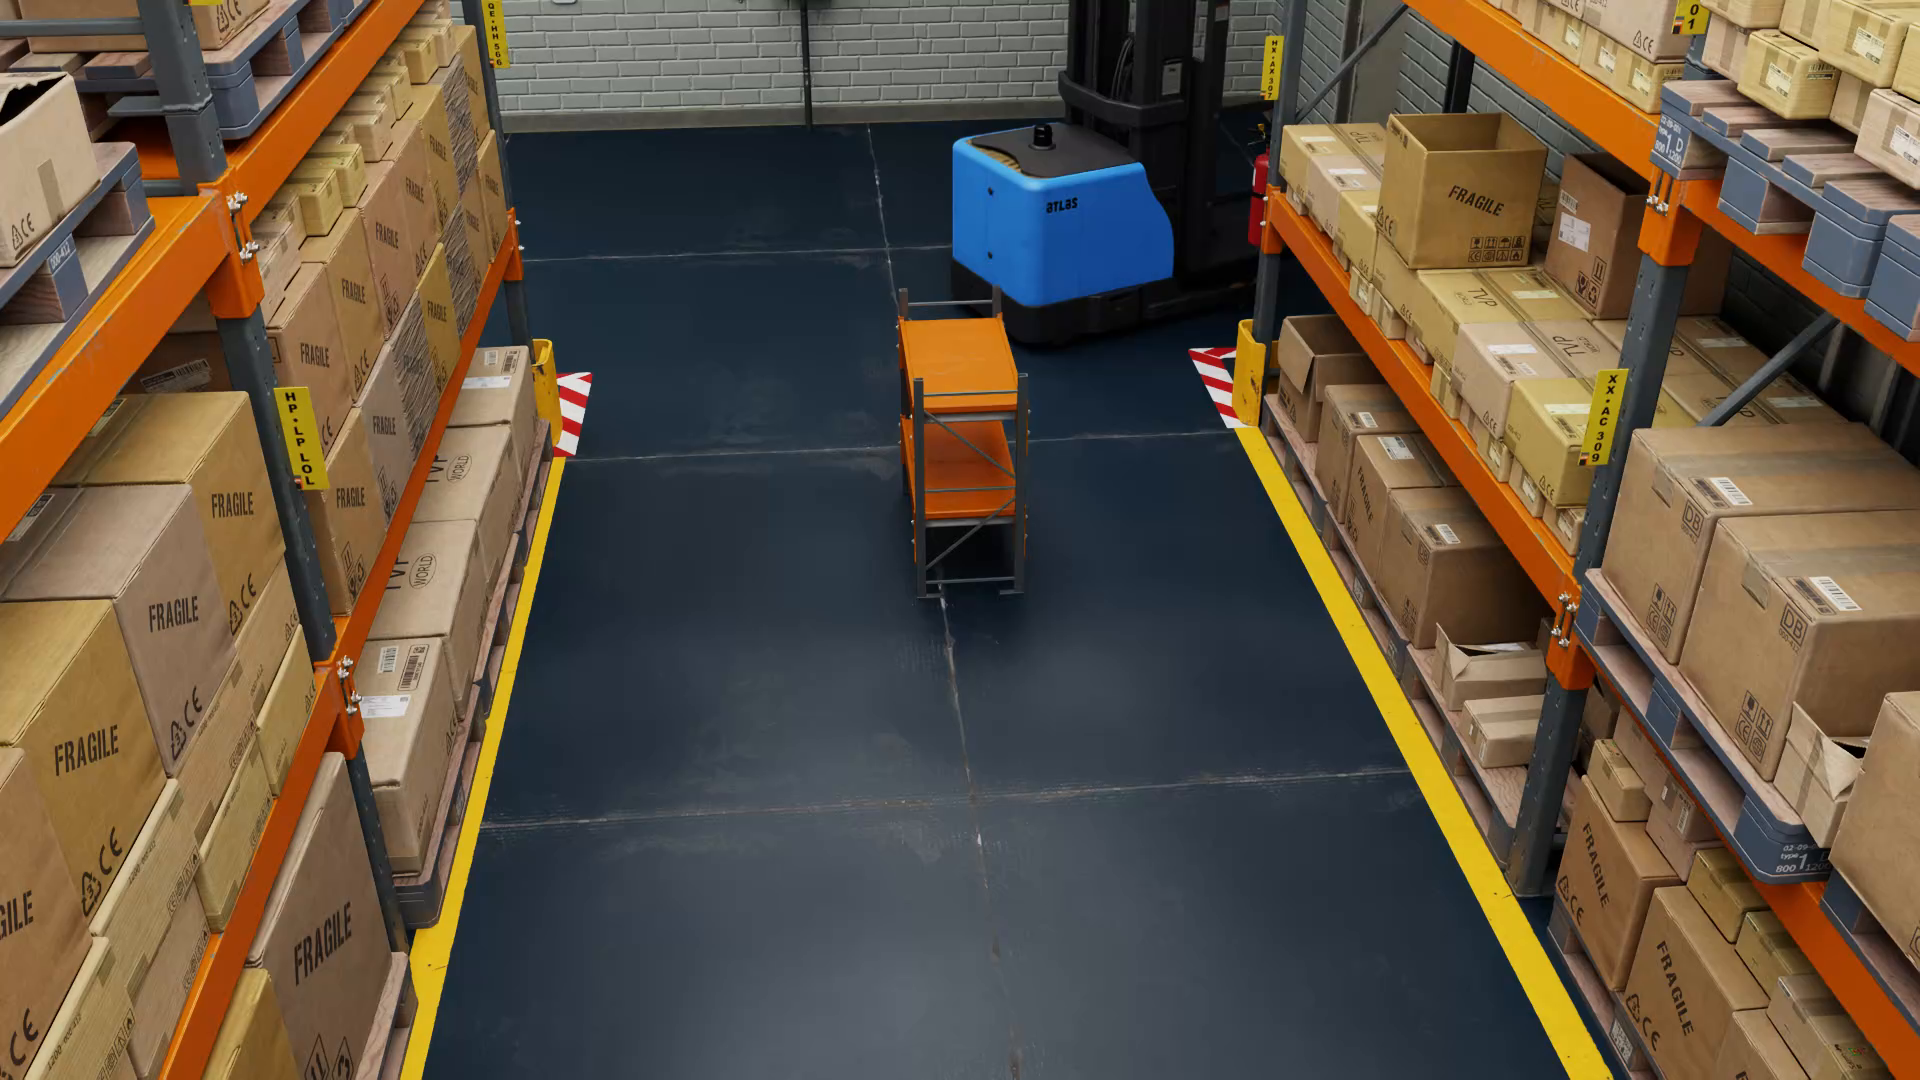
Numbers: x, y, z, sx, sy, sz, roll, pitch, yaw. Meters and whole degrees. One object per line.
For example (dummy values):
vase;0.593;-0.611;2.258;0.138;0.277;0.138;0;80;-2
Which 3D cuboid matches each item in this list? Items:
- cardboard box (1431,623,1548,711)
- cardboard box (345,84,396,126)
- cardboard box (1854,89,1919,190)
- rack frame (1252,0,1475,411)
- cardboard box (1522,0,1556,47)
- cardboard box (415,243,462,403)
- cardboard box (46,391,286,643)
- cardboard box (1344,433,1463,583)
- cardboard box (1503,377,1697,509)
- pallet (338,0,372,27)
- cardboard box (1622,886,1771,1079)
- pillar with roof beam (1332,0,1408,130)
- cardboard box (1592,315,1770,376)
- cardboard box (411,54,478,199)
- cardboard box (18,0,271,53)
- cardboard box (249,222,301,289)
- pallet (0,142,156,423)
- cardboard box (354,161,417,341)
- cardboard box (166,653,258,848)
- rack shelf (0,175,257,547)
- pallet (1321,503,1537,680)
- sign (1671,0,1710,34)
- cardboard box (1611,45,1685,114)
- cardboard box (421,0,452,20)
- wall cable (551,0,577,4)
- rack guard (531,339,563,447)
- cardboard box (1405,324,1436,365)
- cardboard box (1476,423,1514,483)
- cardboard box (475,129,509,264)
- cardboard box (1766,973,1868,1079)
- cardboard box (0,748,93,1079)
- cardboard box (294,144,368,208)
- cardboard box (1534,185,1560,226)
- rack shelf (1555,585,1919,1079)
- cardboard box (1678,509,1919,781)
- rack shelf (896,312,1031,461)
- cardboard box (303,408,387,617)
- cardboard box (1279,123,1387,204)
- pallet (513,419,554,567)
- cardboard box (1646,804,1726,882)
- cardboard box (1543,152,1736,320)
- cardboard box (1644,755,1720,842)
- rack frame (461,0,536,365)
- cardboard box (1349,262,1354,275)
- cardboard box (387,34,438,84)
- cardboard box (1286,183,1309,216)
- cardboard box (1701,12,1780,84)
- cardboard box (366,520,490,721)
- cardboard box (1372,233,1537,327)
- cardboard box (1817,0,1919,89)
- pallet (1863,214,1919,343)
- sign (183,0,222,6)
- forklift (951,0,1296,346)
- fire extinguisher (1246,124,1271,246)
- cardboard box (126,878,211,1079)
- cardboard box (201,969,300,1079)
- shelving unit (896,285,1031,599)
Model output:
cardboard box;2.140;0.507;6.732;0.396;0.266;0.258;-2;31;-3
cardboard box;-2.385;-1.629;6.347;0.380;0.149;0.250;-2;31;-3
cardboard box;2.200;-0.873;3.600;0.380;0.149;0.250;-2;31;-4
rack frame;2.144;-2.076;8.800;1.000;3.000;0.127;-3;31;-5
cardboard box;2.136;-1.771;5.610;0.380;0.149;0.250;-3;31;-5
cardboard box;-2.338;-0.863;6.672;0.500;0.500;0.500;-2;31;-3
cardboard box;-2.132;-0.050;4.336;0.500;0.500;0.500;-2;31;-3
cardboard box;2.098;-0.153;7.609;0.500;0.500;0.500;-2;31;-4
cardboard box;2.228;-0.345;5.759;0.500;0.250;0.500;-2;31;-3
pallet;-2.600;-2.083;5.973;1.003;0.211;1.213;-3;31;-5
cardboard box;2.399;1.389;5.028;0.500;0.500;0.500;-3;31;-5
pillar with roof beam;-1.496;-5.865;9.293;9.100;9.000;0.400;-3;31;-5
cardboard box;2.687;-0.618;6.216;0.500;0.250;0.500;-3;31;-5
cardboard box;-2.437;-1.808;7.279;0.500;0.500;0.500;-3;31;-4
cardboard box;-2.269;-1.658;4.571;0.500;0.500;0.500;-2;31;-4
cardboard box;-2.234;-0.848;5.039;0.380;0.149;0.250;-2;31;-4
pallet;-2.289;-0.534;3.480;0.805;0.209;1.217;-4;31;-7
cardboard box;-2.304;-1.041;5.995;0.500;0.500;0.500;-2;31;-4
cardboard box;-2.086;0.524;4.106;0.500;0.250;0.500;-2;31;-3
rack shelf;-2.237;0.249;2.685;1.077;0.370;4.000;-3;31;-5
pallet;2.338;0.189;7.728;1.003;0.211;1.213;-3;31;-5
sign;1.979;-1.513;4.429;0.100;0.325;0.005;-3;31;-5
cardboard box;2.190;-1.383;4.959;0.380;0.149;0.250;-3;31;-5
cardboard box;-2.564;-2.413;7.659;0.380;0.149;0.250;-2;31;-4
wall cable;-3.347;-5.163;12.948;0.585;1.953;0.123;-3;31;-5
rack guard;-2.799;-0.775;9.060;1.175;0.500;0.348;-3;31;-5
cardboard box;2.111;-0.865;7.018;0.380;0.149;0.250;-3;31;-5
cardboard box;2.143;-0.340;6.138;0.380;0.149;0.250;-2;31;-3
cardboard box;-2.489;-1.645;7.982;0.500;0.500;0.500;-3;31;-4
cardboard box;2.450;1.314;4.521;0.380;0.149;0.250;-3;31;-5
cardboard box;-1.985;0.737;3.018;0.500;0.500;0.500;-2;31;-4
cardboard box;-2.258;-1.243;5.701;0.380;0.149;0.250;-4;31;-6
cardboard box;2.540;-1.400;7.526;0.500;0.250;0.500;-2;31;-3
rack shelf;2.705;1.297;3.856;1.077;0.370;4.000;-3;31;-5
cardboard box;2.389;0.266;4.373;0.700;0.500;0.500;-2;31;-4
rack shelf;-0.001;-0.738;7.817;0.538;0.278;1.000;-3;31;-5
cardboard box;-2.207;-0.089;5.376;0.500;0.500;0.500;-2;31;-3
cardboard box;1.919;-1.894;8.352;0.500;0.250;0.500;-3;31;-4
pallet;-2.645;-0.234;8.436;1.003;0.211;1.213;-3;31;-5
cardboard box;2.390;0.915;5.189;0.380;0.149;0.250;-4;31;-6
cardboard box;2.644;-1.192;6.445;0.500;0.500;0.500;-4;31;-6
cardboard box;2.359;0.780;5.125;0.380;0.149;0.250;-4;31;-7
rack frame;-2.797;-1.836;8.398;1.000;3.000;0.127;-3;31;-5
cardboard box;2.024;-1.259;7.678;0.380;0.149;0.250;-2;31;-4
cardboard box;-2.426;-2.026;7.012;0.380;0.149;0.250;-2;31;-3
cardboard box;1.902;-1.787;8.561;0.380;0.149;0.250;-3;31;-5
cardboard box;2.150;-1.265;4.255;0.380;0.149;0.250;-2;31;-4
cardboard box;-2.459;0.343;6.839;0.875;0.438;0.875;-4;31;-6
cardboard box;2.086;-1.118;7.053;0.500;0.250;0.500;-4;31;-6
cardboard box;2.187;-1.126;3.733;0.380;0.149;0.250;-3;31;-6
pallet;2.609;-0.375;3.210;1.213;0.211;1.003;-3;31;-5
sign;-1.884;-1.469;4.049;0.100;0.325;0.005;-3;31;-5
forklift;1.483;-2.975;10.373;3.031;2.935;1.130;-16;34;-24
fire extinguisher;1.671;-1.935;9.004;0.296;0.674;0.183;-3;31;-5
cardboard box;-2.056;1.006;3.786;0.500;0.250;0.500;-4;31;-6
cardboard box;-2.194;1.712;4.121;0.875;0.875;0.875;-2;31;-3
shelving unit;-0.001;-0.486;7.967;0.538;1.125;1.048;-3;31;-5
